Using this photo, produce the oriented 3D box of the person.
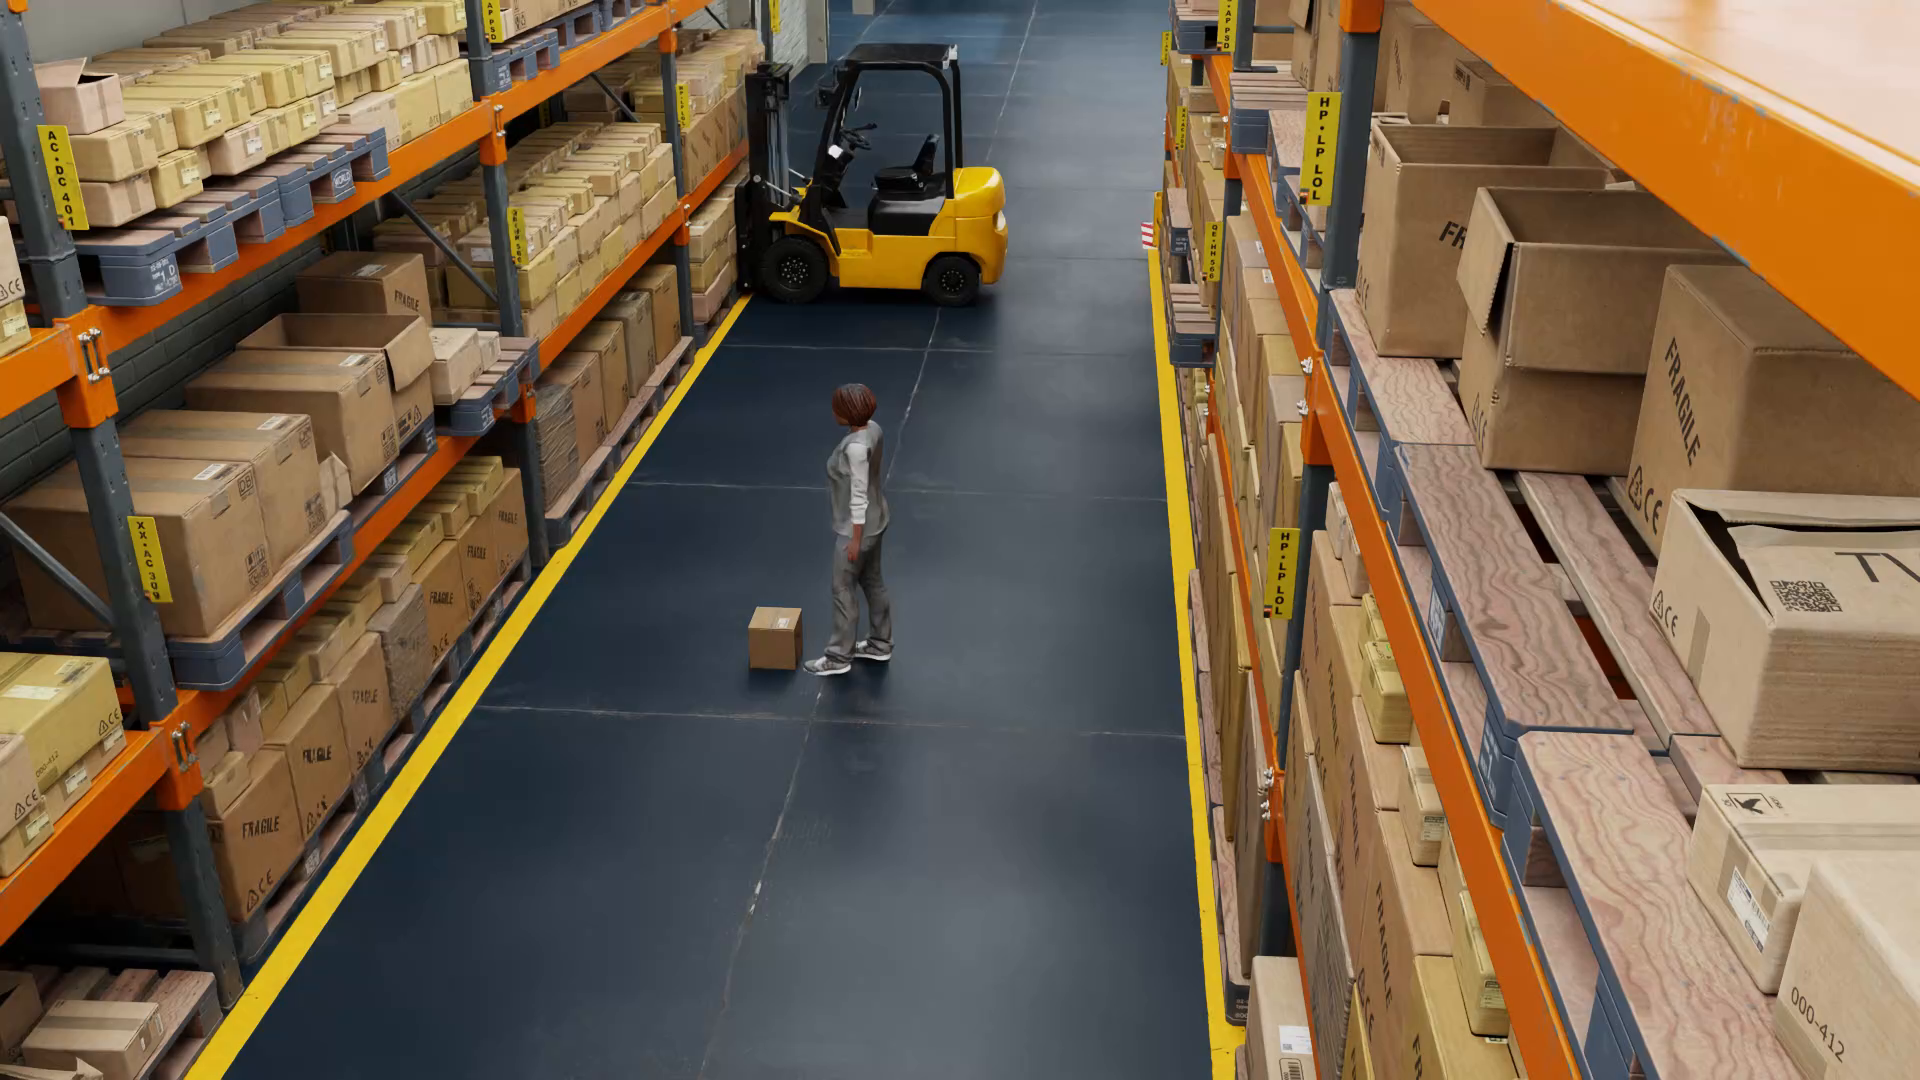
[{"bbox_3d":[-0.588,-0.060,8.764,0.473,1.603,0.441,5,25,11],"label":"person"}]
